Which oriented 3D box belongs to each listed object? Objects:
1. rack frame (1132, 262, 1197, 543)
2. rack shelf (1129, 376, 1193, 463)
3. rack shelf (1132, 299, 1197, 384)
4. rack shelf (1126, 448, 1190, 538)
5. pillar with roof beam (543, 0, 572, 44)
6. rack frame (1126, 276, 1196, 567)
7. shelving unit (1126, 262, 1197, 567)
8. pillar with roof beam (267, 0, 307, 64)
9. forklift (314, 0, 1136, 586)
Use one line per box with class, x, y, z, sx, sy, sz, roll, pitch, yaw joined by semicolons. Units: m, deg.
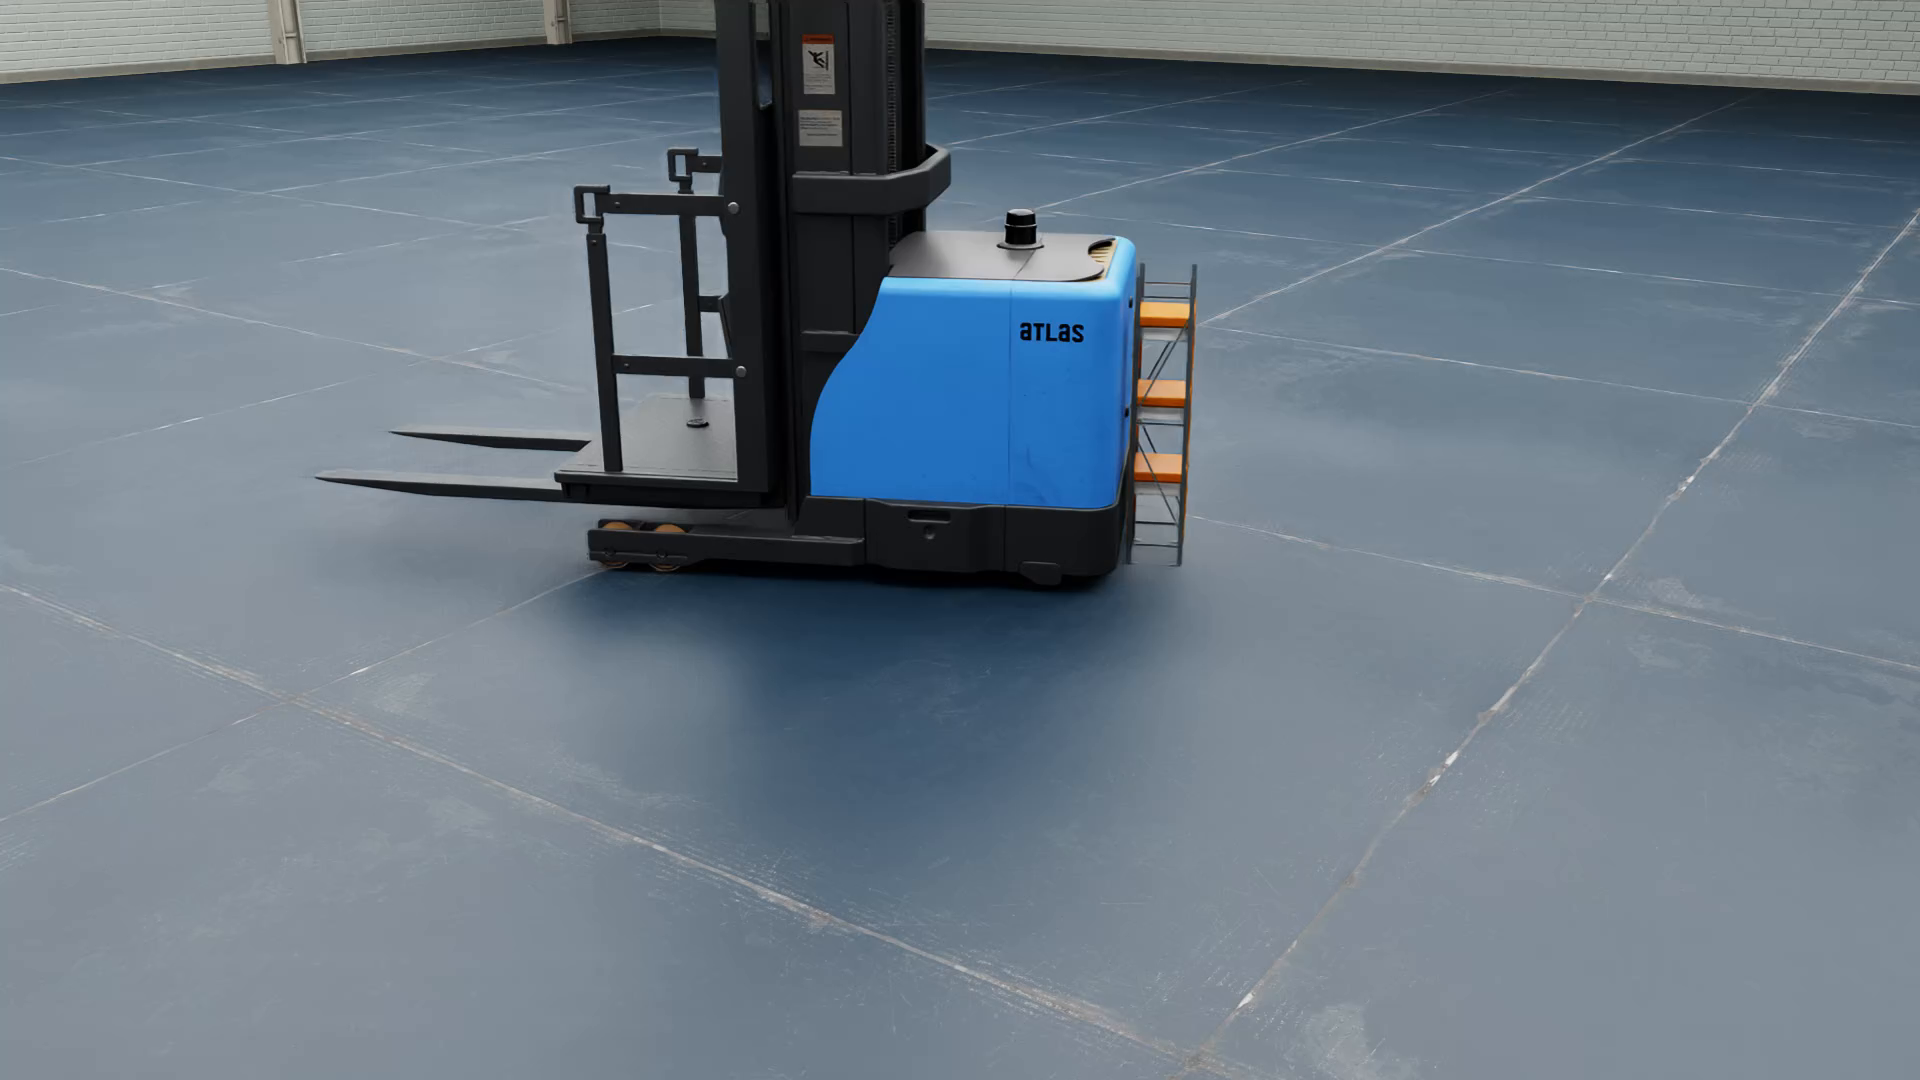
rack frame;0.739;-0.486;6.065;0.200;1.050;0.008;3;21;8
rack shelf;0.720;-0.434;5.956;0.215;0.259;0.240;3;21;8
rack shelf;0.720;-0.700;5.857;0.215;0.259;0.240;3;21;8
rack shelf;0.720;-0.173;6.052;0.215;0.259;0.240;3;21;8
pillar with roof beam;-4.268;-13.085;28.667;9.100;9.000;0.400;13;24;32
rack frame;0.702;-0.402;5.839;0.200;1.050;0.008;3;21;8
shelving unit;0.720;-0.444;5.952;0.215;1.050;0.252;3;21;8
pillar with roof beam;-7.641;-11.363;24.013;9.100;9.000;0.400;13;24;32
forklift;-0.888;-1.437;5.925;3.031;2.935;1.130;3;21;8
